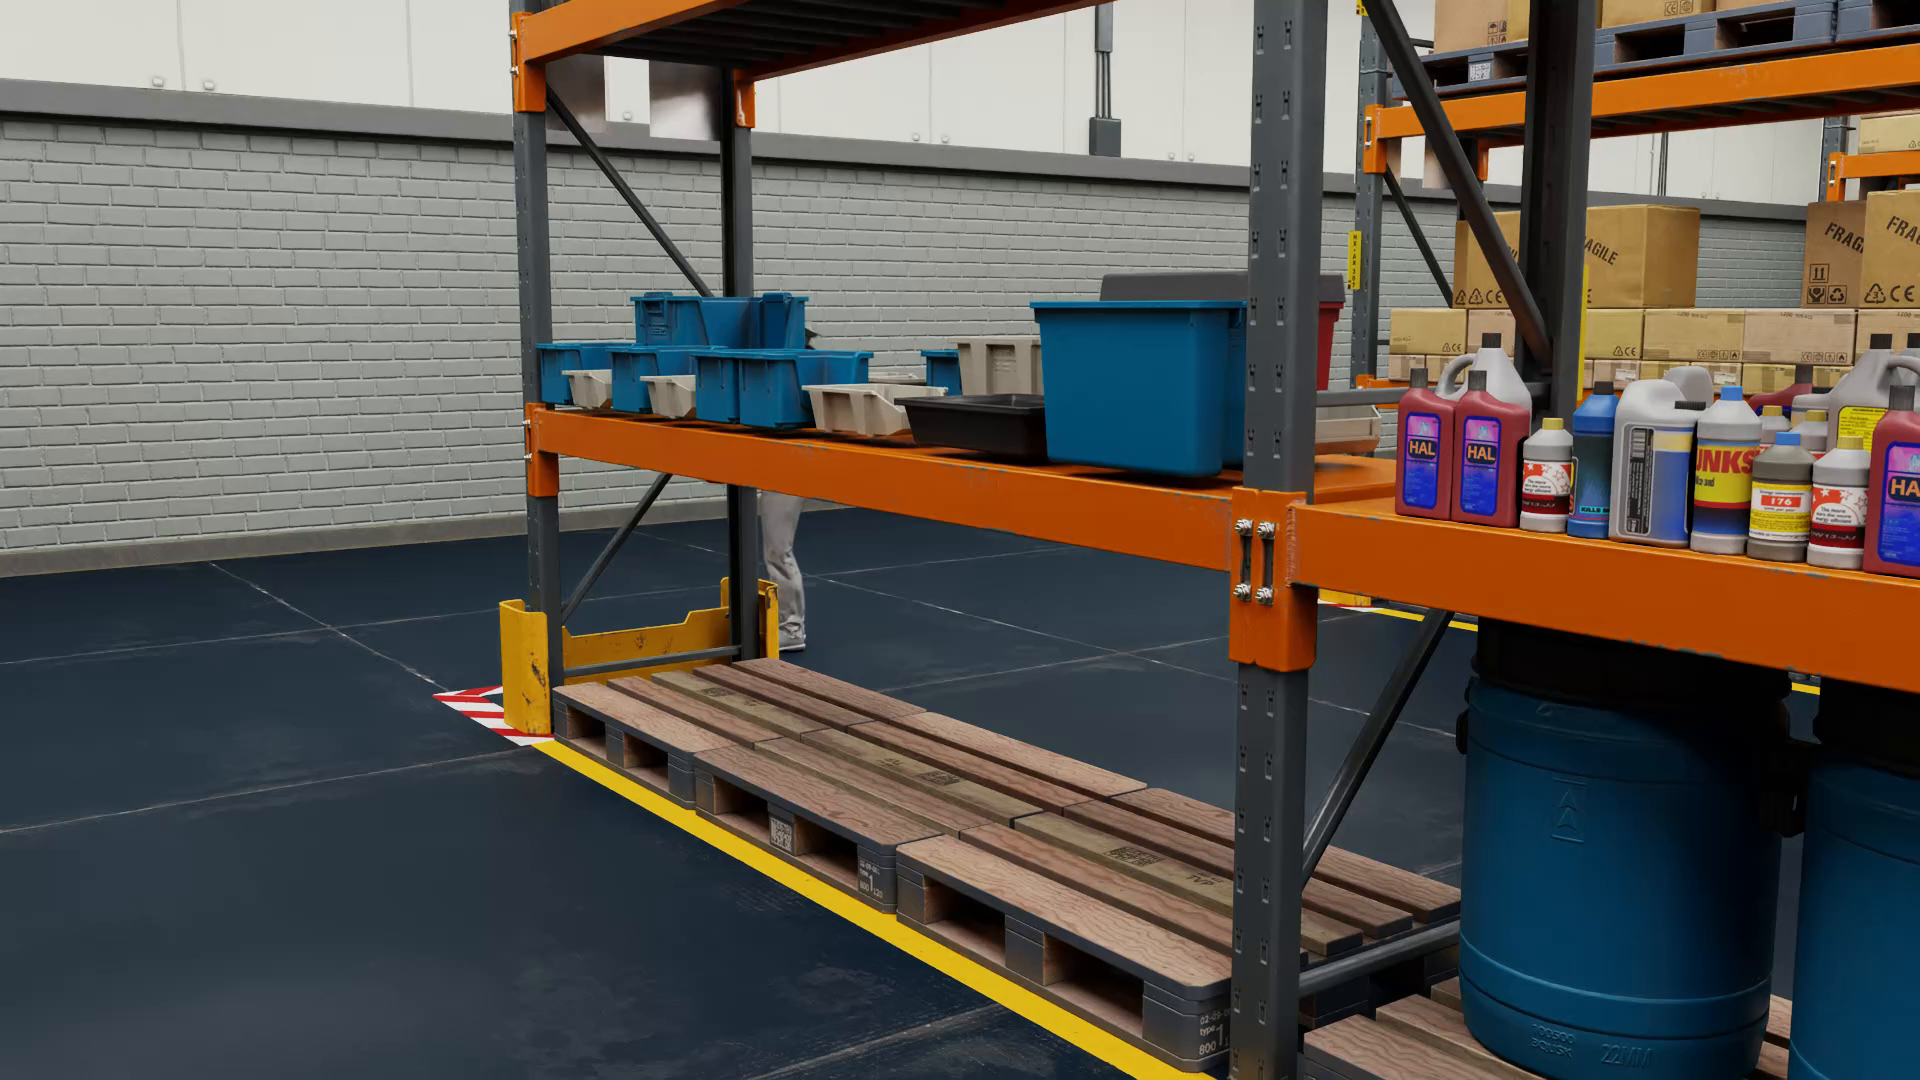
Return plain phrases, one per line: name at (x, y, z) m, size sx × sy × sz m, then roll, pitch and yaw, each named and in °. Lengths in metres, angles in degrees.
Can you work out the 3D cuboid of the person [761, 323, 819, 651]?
person at (-0.964, -0.294, 8.316) m, size 0.529 × 1.692 × 0.479 m, roll -1°, pitch 8°, yaw -6°
